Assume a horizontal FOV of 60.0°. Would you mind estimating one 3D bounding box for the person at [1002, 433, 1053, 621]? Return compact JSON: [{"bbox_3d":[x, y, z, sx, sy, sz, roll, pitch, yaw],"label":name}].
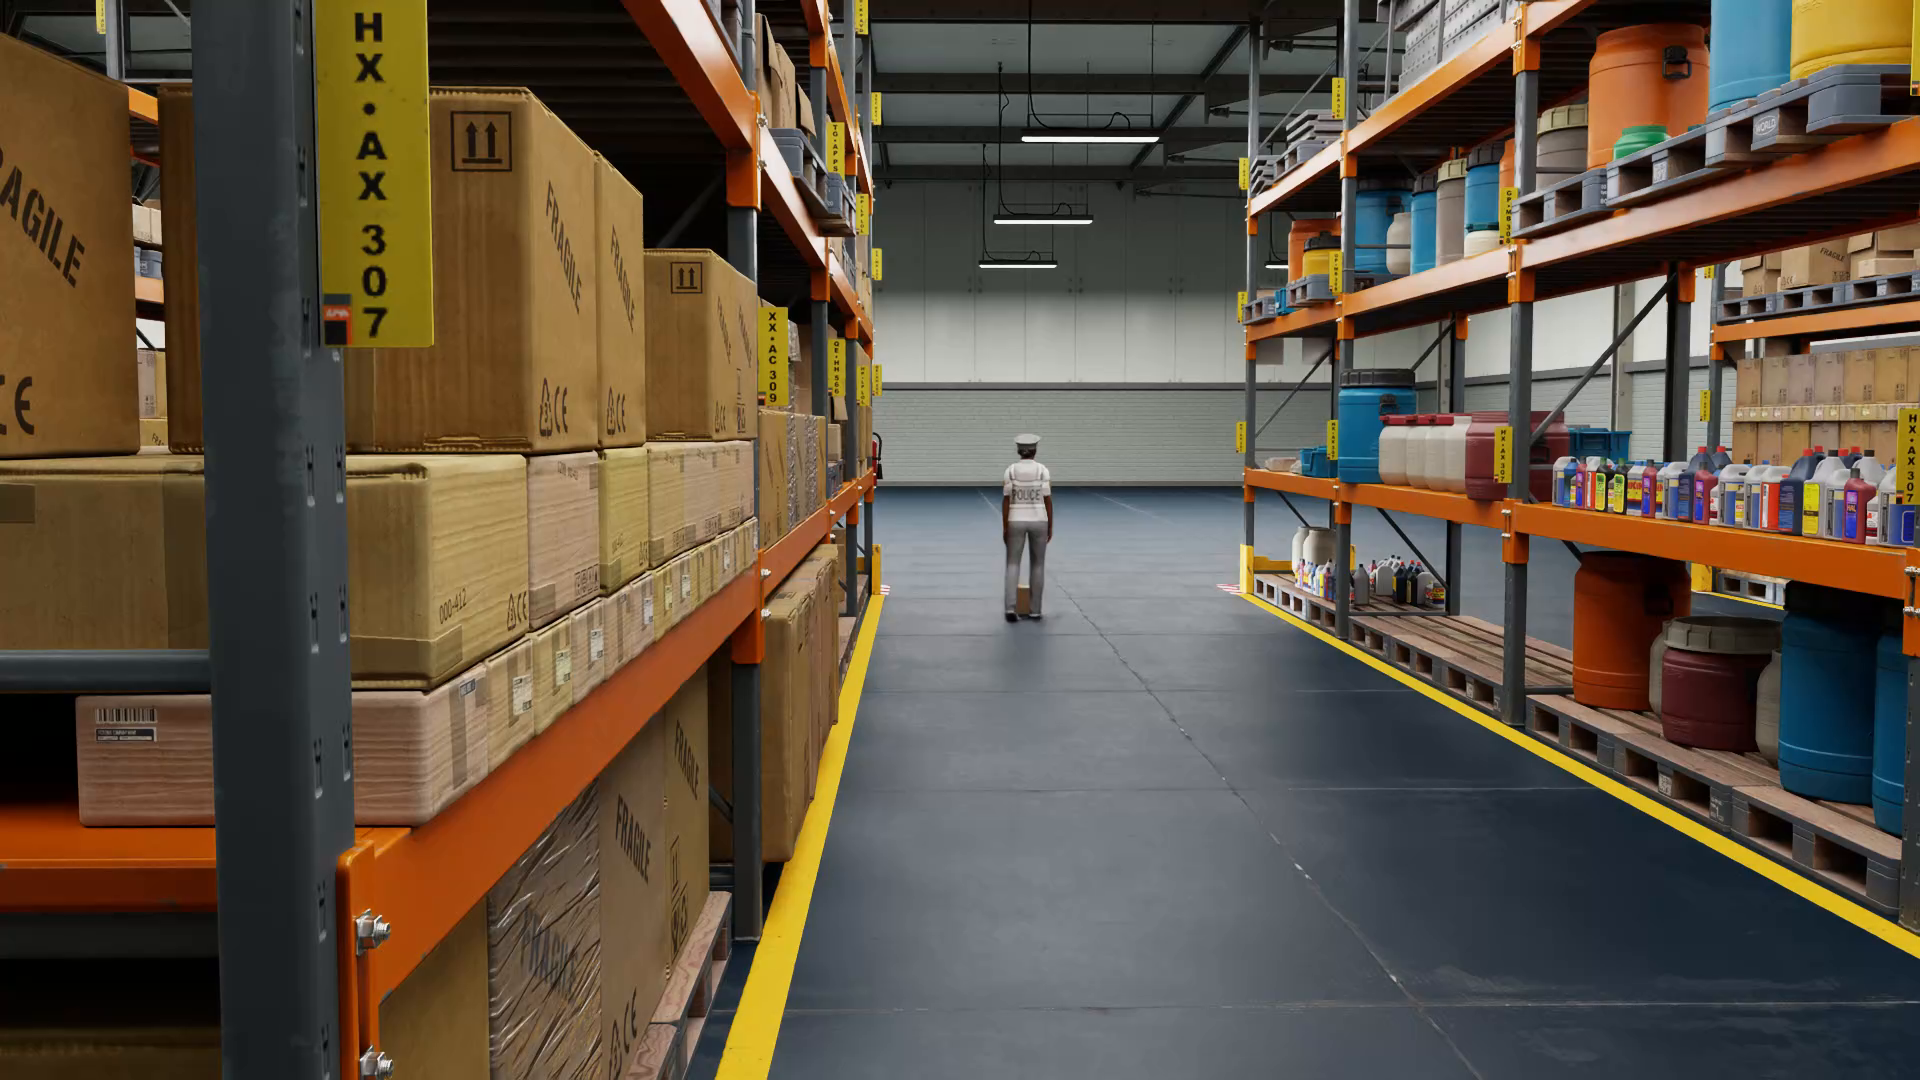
[{"bbox_3d":[0.612,-0.116,15.101,0.463,1.701,0.539,0,4,-2],"label":"person"}]
